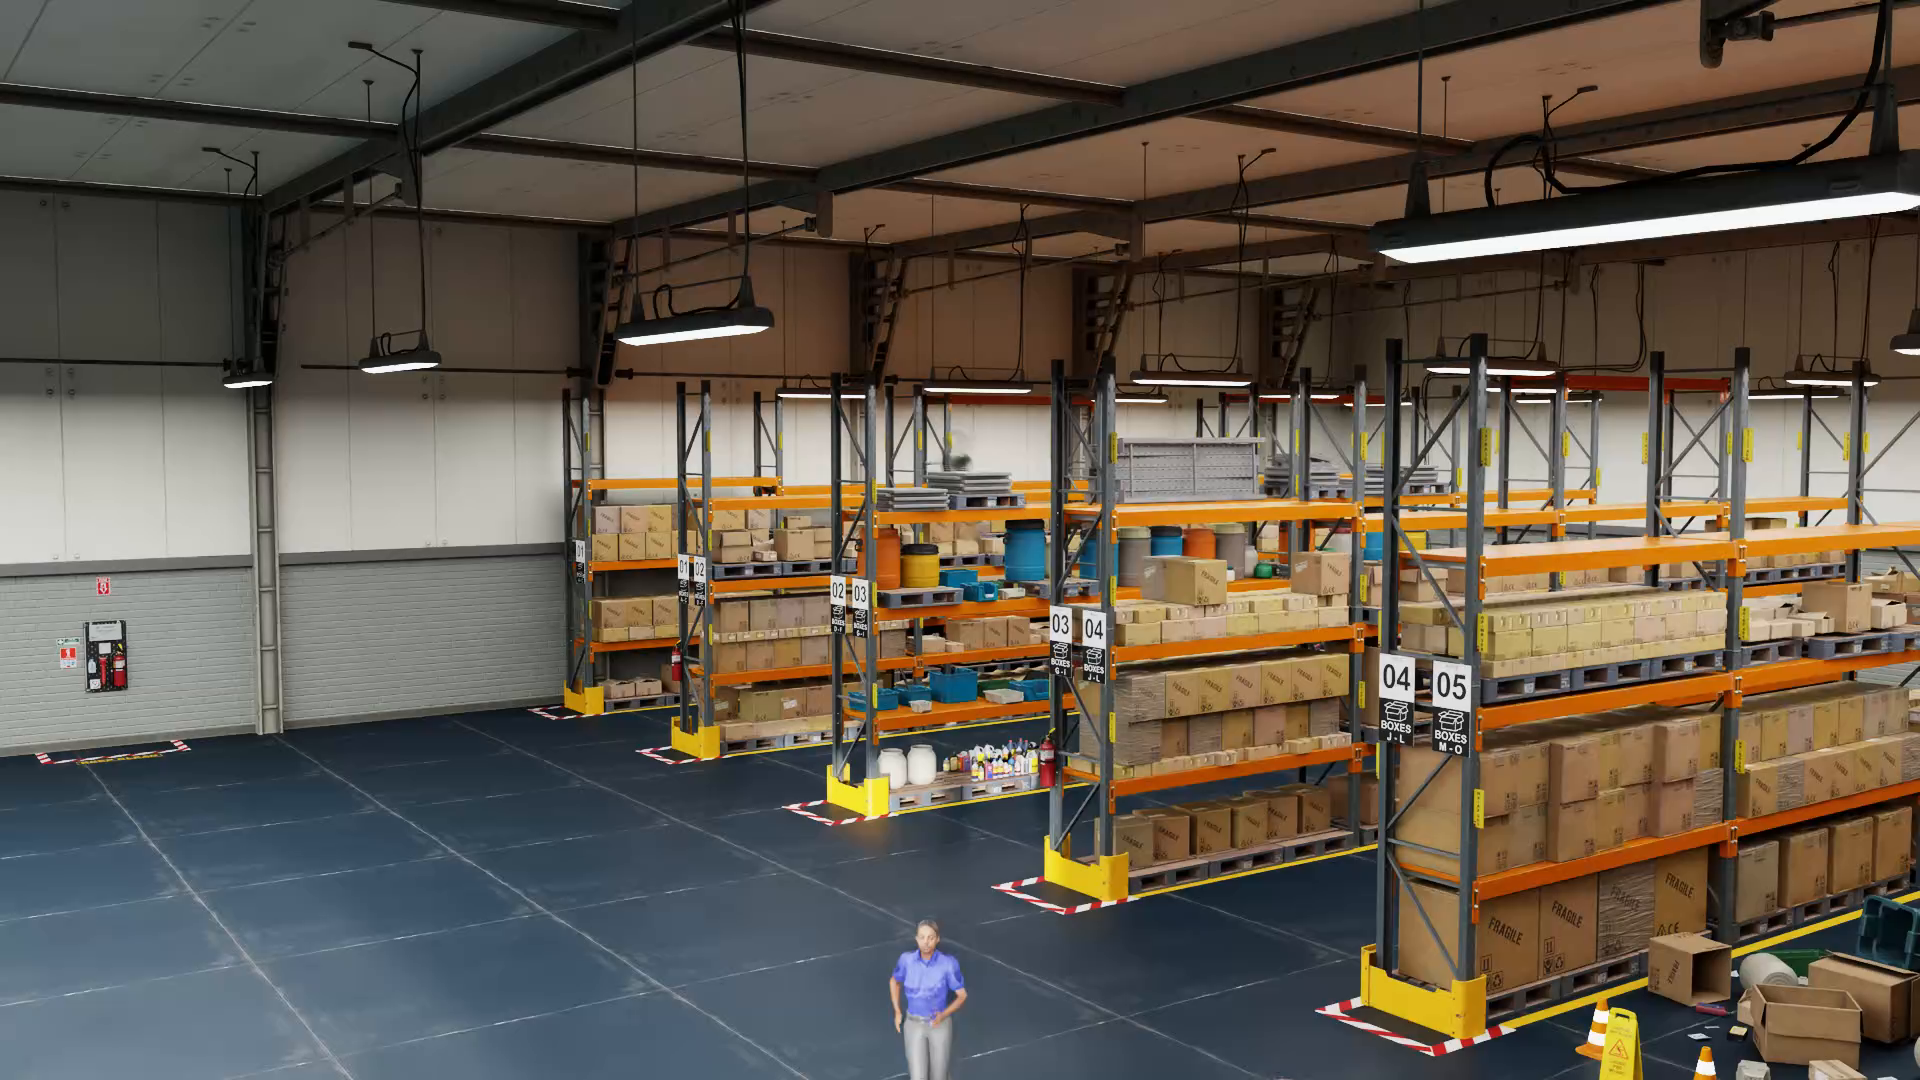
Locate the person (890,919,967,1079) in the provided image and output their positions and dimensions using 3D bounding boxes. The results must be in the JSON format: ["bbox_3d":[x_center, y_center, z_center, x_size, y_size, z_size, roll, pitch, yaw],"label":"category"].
[{"bbox_3d":[-0.237,3.617,12.109,0.583,1.553,0.771,0,4,6],"label":"person"}]
